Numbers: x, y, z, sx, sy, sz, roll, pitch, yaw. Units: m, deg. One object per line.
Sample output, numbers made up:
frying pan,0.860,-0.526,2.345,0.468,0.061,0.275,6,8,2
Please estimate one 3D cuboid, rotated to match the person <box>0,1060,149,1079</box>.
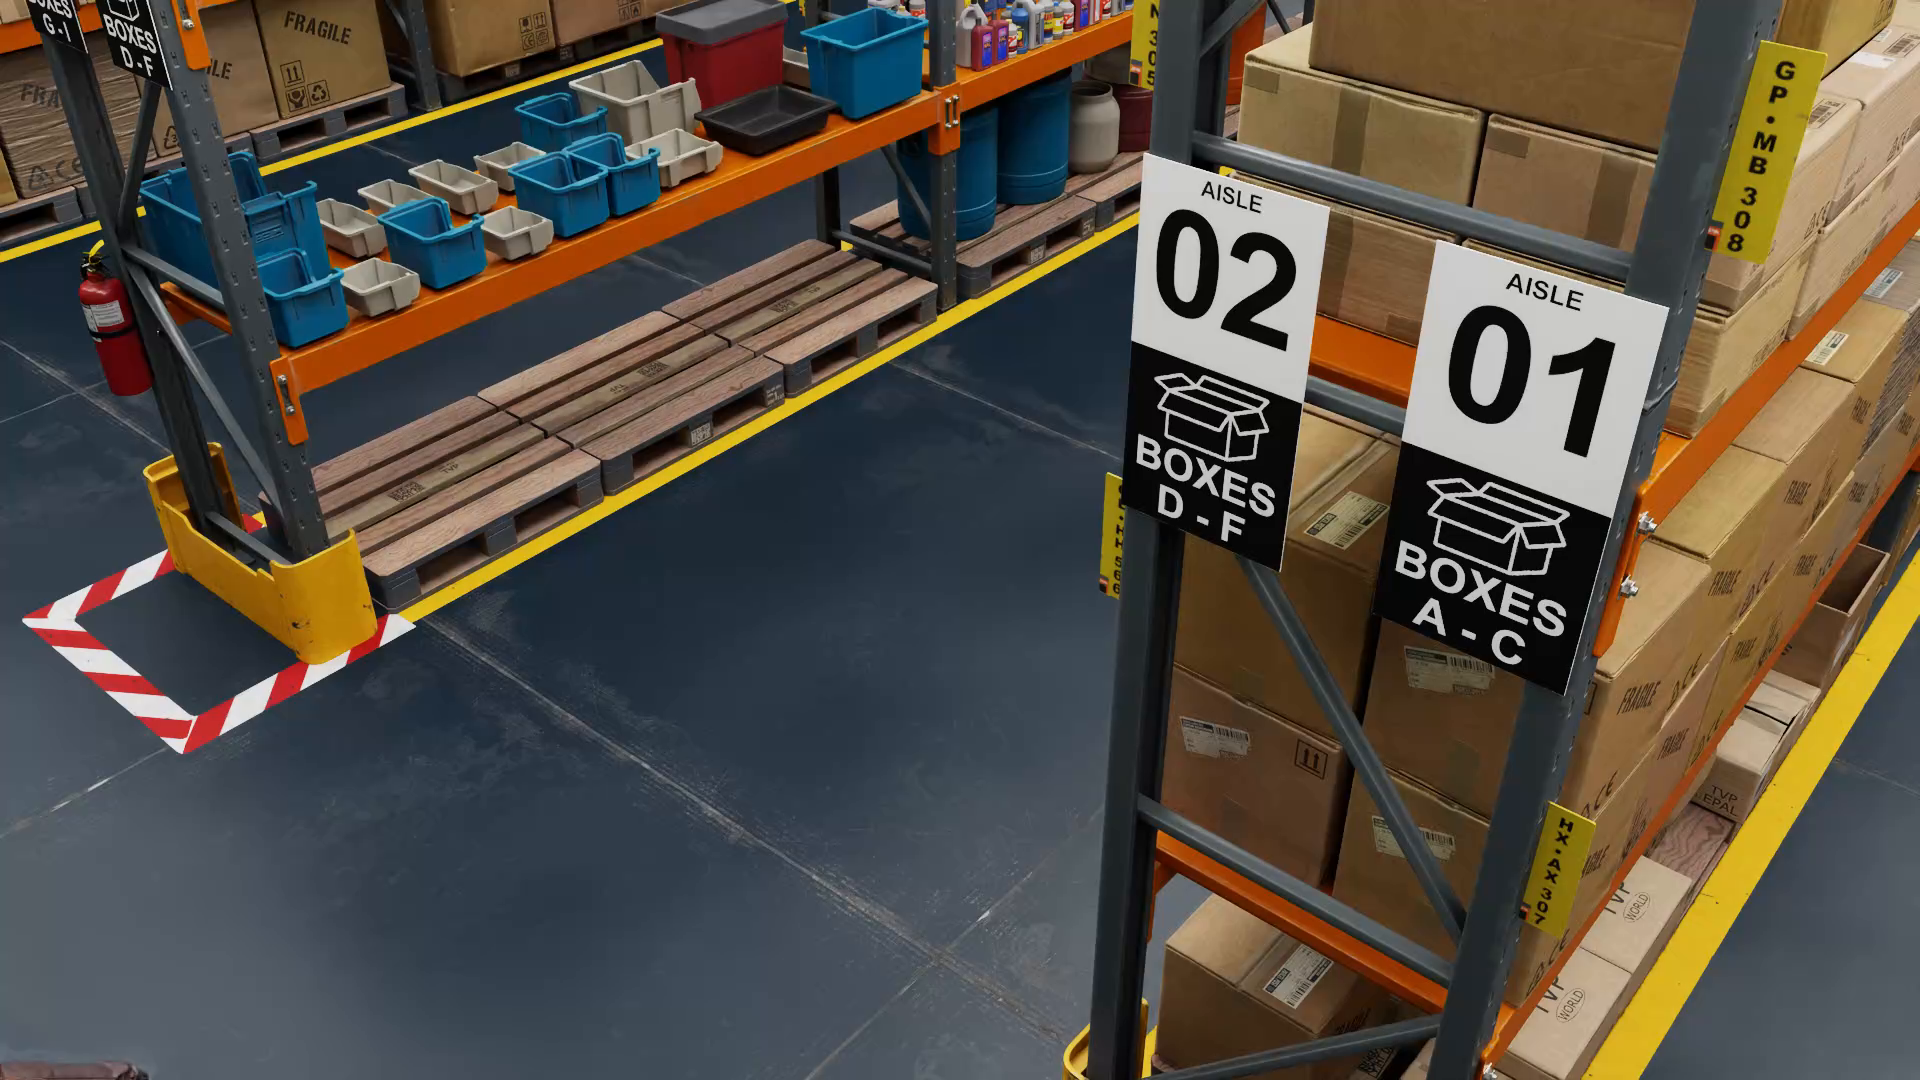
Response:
person,-2.744,1.299,4.304,0.979,1.679,0.554,-27,43,-33
